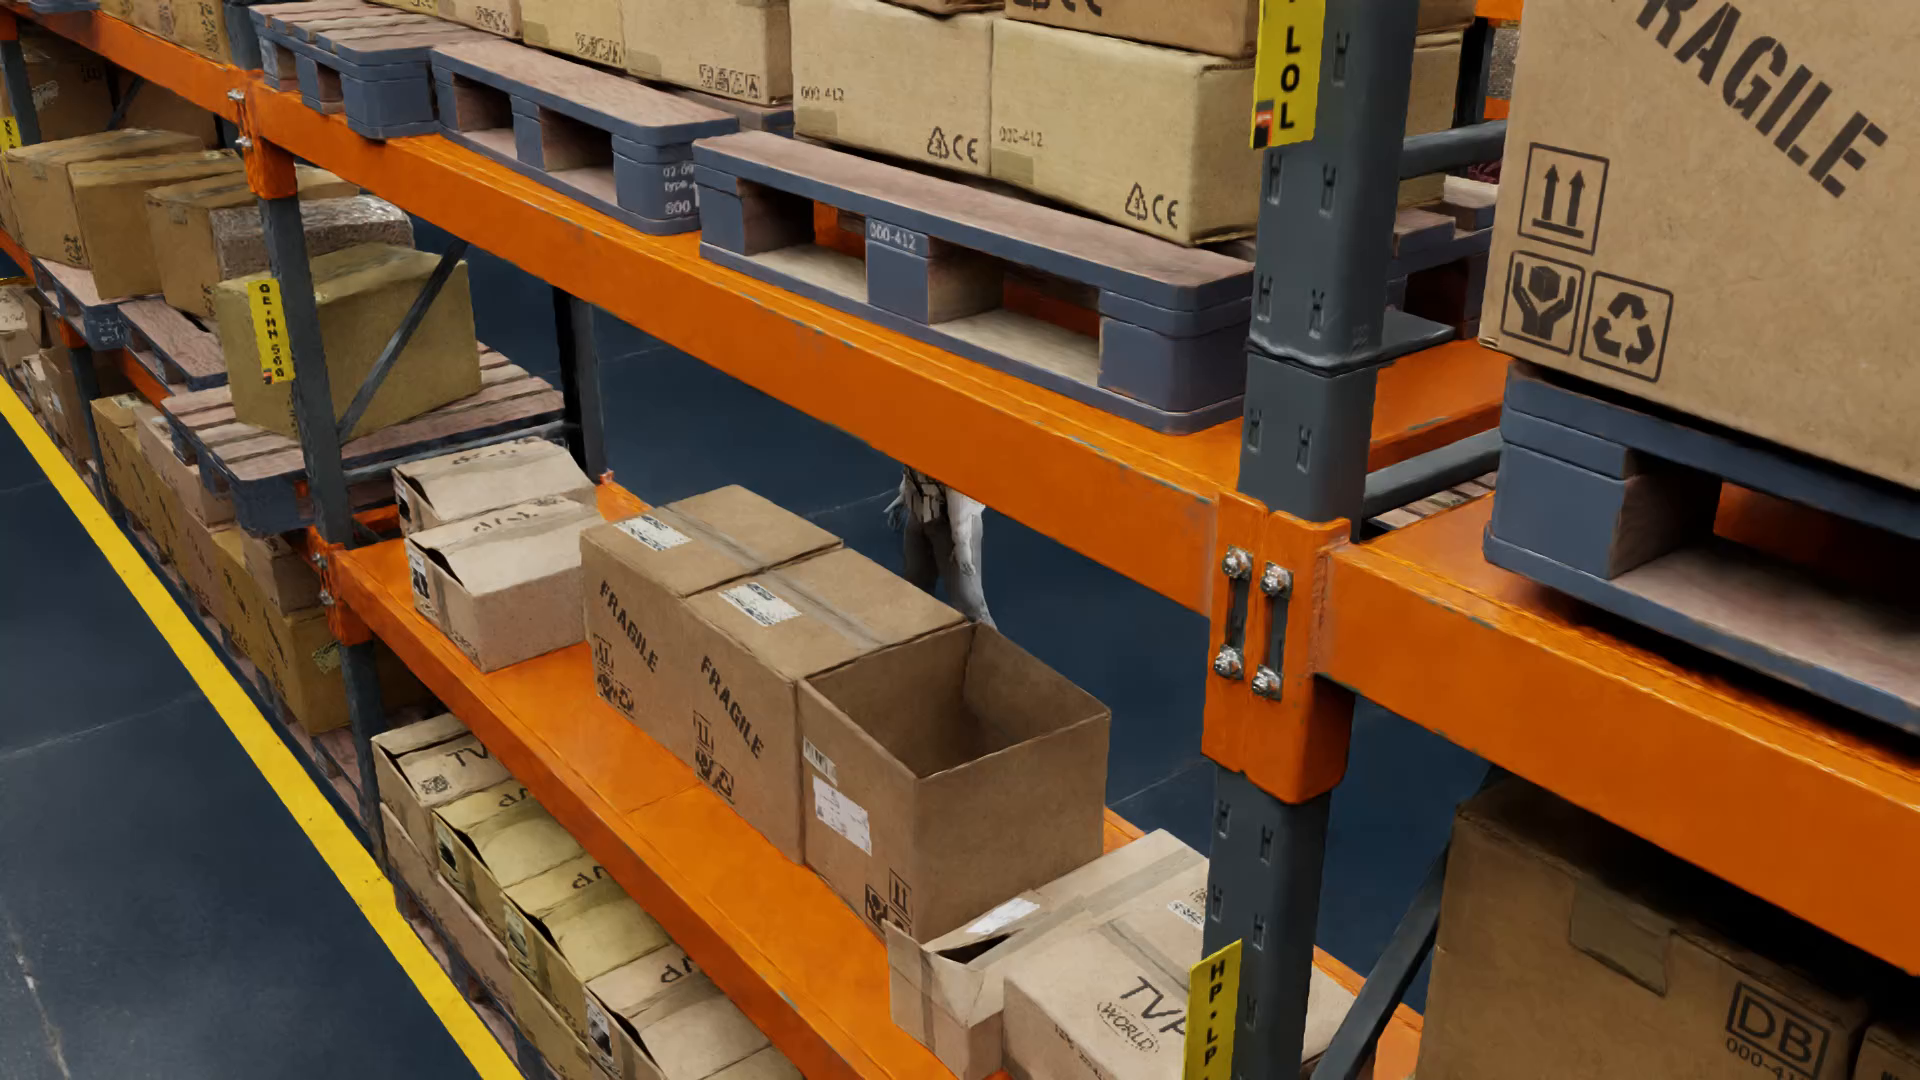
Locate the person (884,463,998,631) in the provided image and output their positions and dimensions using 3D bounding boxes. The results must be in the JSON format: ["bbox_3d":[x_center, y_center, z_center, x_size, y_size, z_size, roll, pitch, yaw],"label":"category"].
[{"bbox_3d":[-0.127,-0.071,6.745,0.555,1.677,0.568,-9,26,-18],"label":"person"}]
